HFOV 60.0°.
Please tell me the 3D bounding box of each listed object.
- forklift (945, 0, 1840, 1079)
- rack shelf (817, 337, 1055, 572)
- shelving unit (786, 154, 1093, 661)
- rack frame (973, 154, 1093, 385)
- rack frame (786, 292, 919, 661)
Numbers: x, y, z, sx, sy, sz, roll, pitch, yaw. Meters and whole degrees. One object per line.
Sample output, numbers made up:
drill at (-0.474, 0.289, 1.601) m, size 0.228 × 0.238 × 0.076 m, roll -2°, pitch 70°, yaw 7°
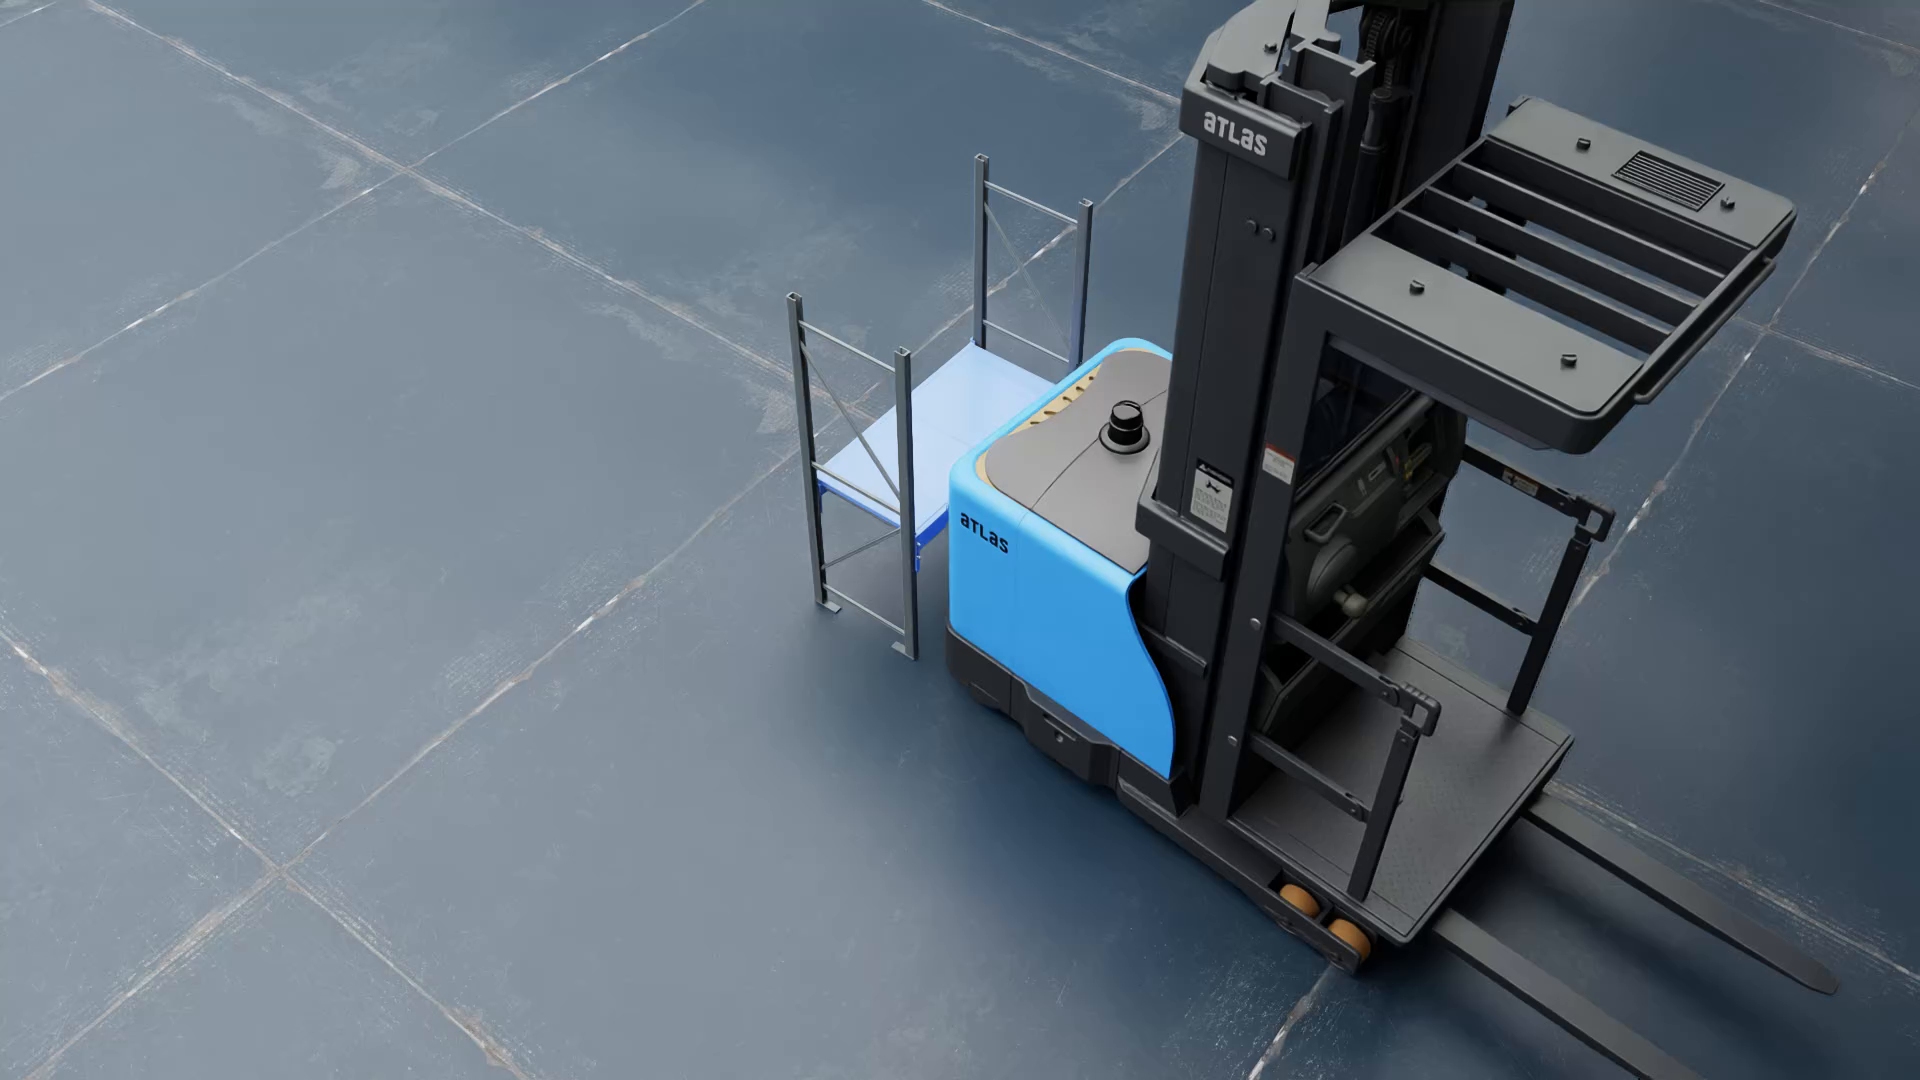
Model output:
forklift at (1.375, -0.050, 4.770) m, size 3.031 × 2.935 × 1.130 m, roll 33°, pitch 55°, yaw 28°
rack shelf at (-0.052, -0.345, 6.291) m, size 0.538 × 0.185 × 1.000 m, roll 29°, pitch 53°, yaw 25°
shelving unit at (-0.052, -0.469, 6.161) m, size 0.538 × 1.500 × 1.048 m, roll 29°, pitch 53°, yaw 25°
rack frame at (0.259, -0.760, 6.439) m, size 0.500 × 1.500 × 0.032 m, roll 29°, pitch 53°, yaw 25°
rack frame at (-0.363, -0.178, 5.883) m, size 0.500 × 1.500 × 0.032 m, roll 29°, pitch 53°, yaw 25°
